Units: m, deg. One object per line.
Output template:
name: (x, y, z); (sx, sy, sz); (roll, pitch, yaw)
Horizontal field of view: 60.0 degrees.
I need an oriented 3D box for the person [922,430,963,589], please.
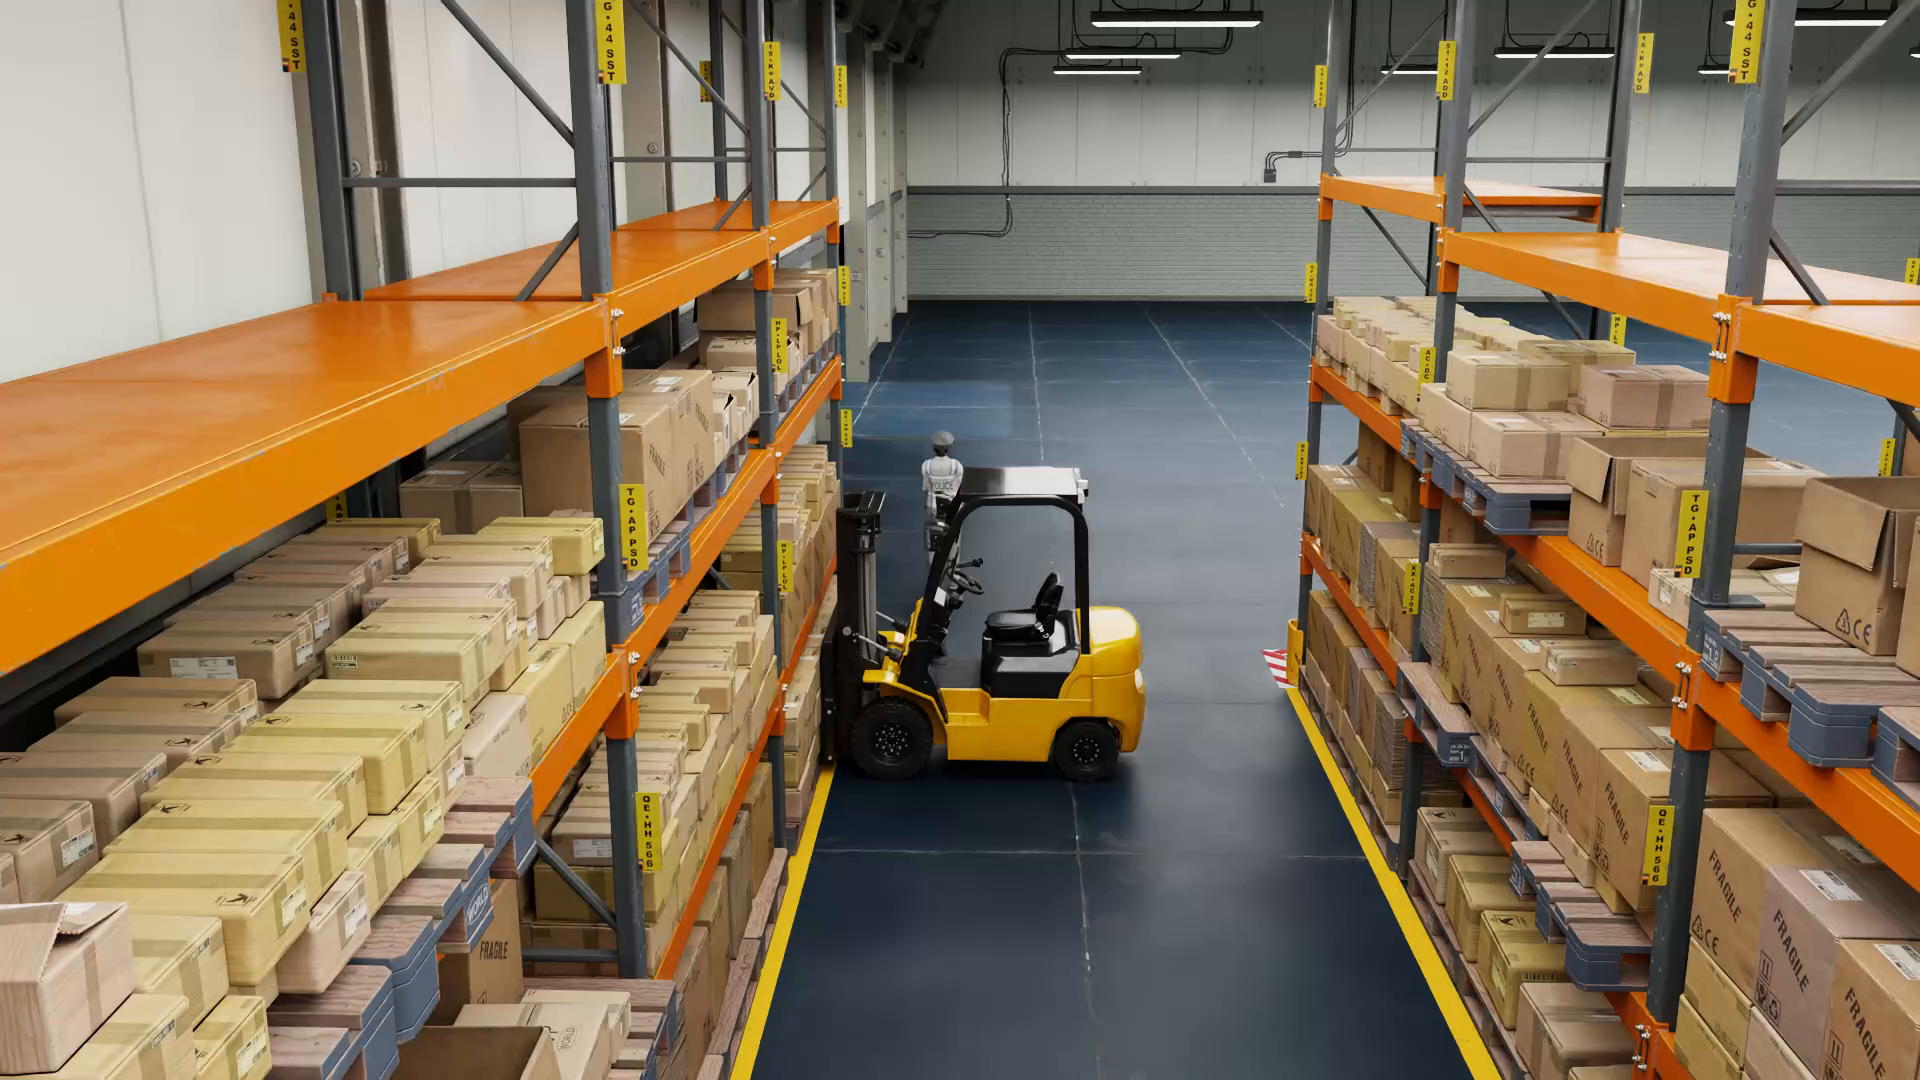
person: (-0.164, -0.319, 17.232); (0.459, 1.687, 0.556); (1, 14, 3)
